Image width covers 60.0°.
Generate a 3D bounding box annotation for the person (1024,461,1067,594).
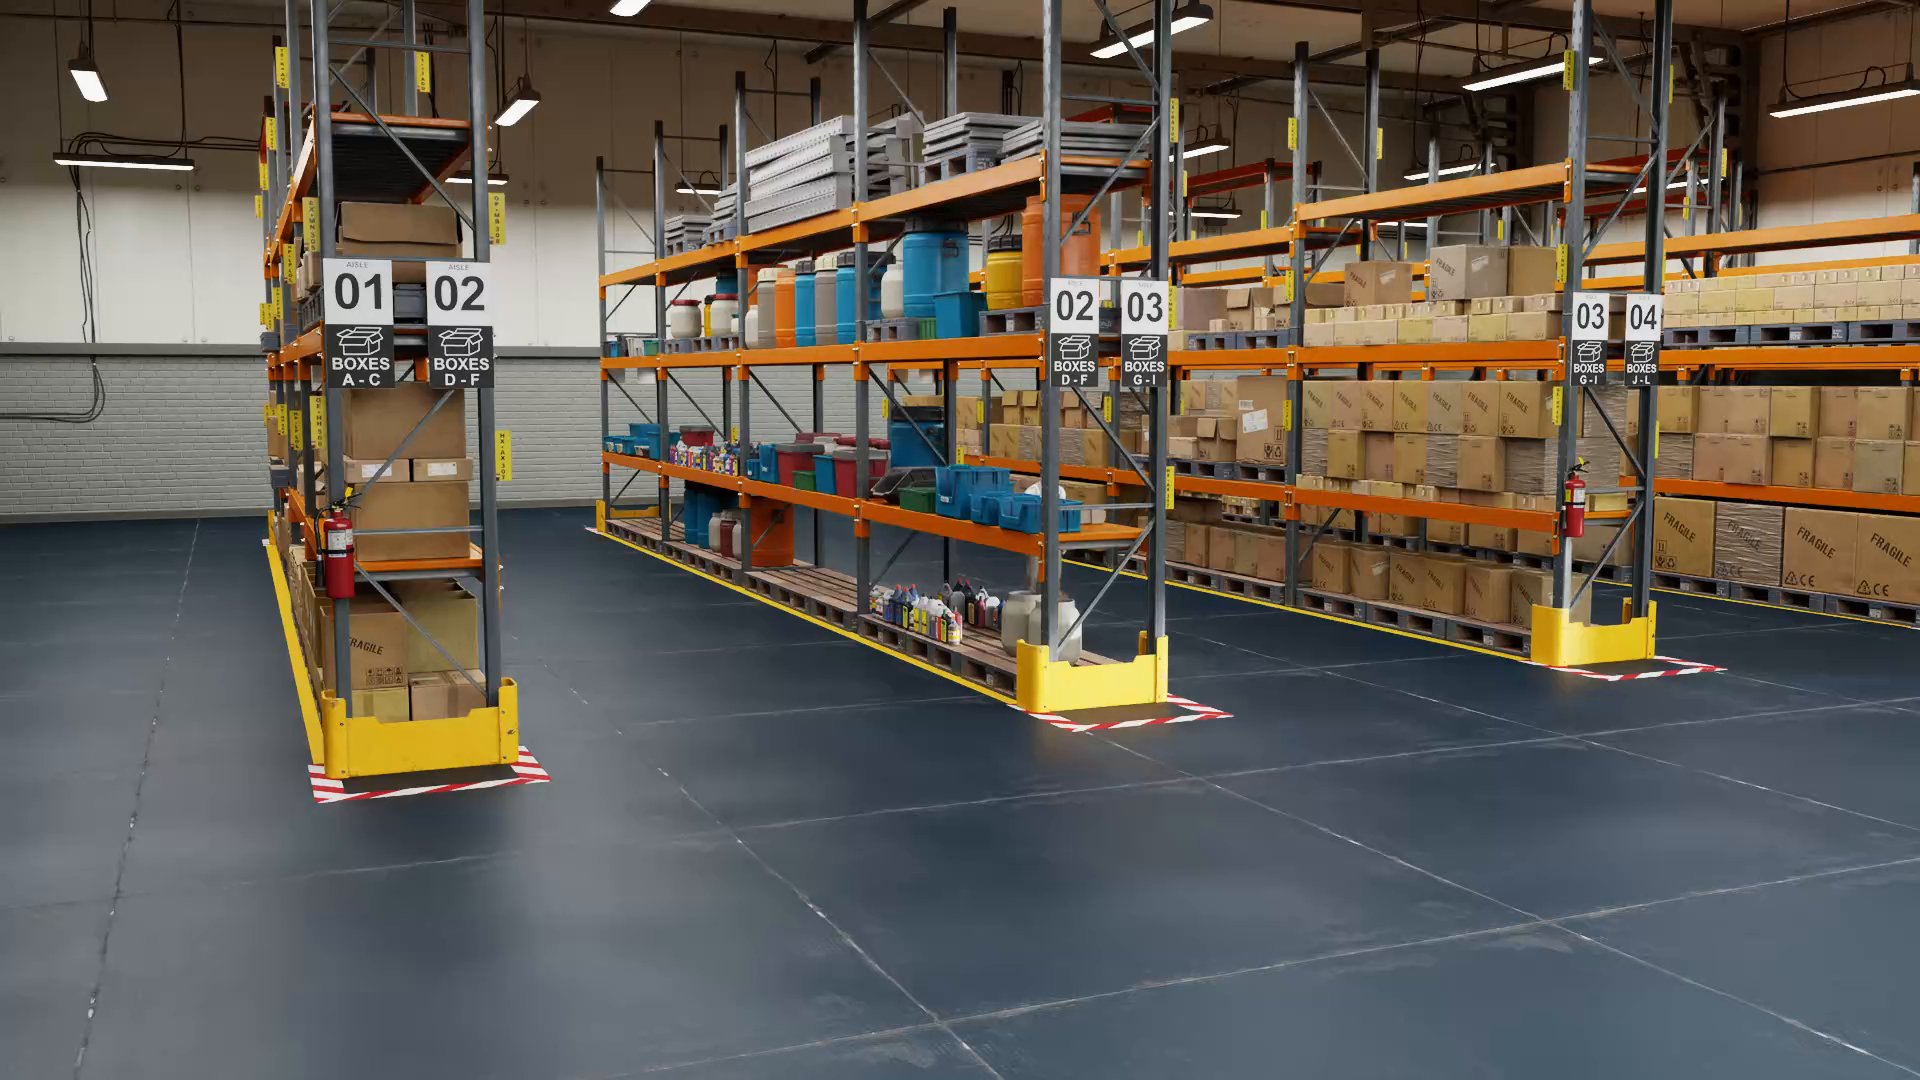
[{"bbox_3d":[0.861,0.011,16.875,0.535,1.662,0.374,-2,6,-18],"label":"person"}]
